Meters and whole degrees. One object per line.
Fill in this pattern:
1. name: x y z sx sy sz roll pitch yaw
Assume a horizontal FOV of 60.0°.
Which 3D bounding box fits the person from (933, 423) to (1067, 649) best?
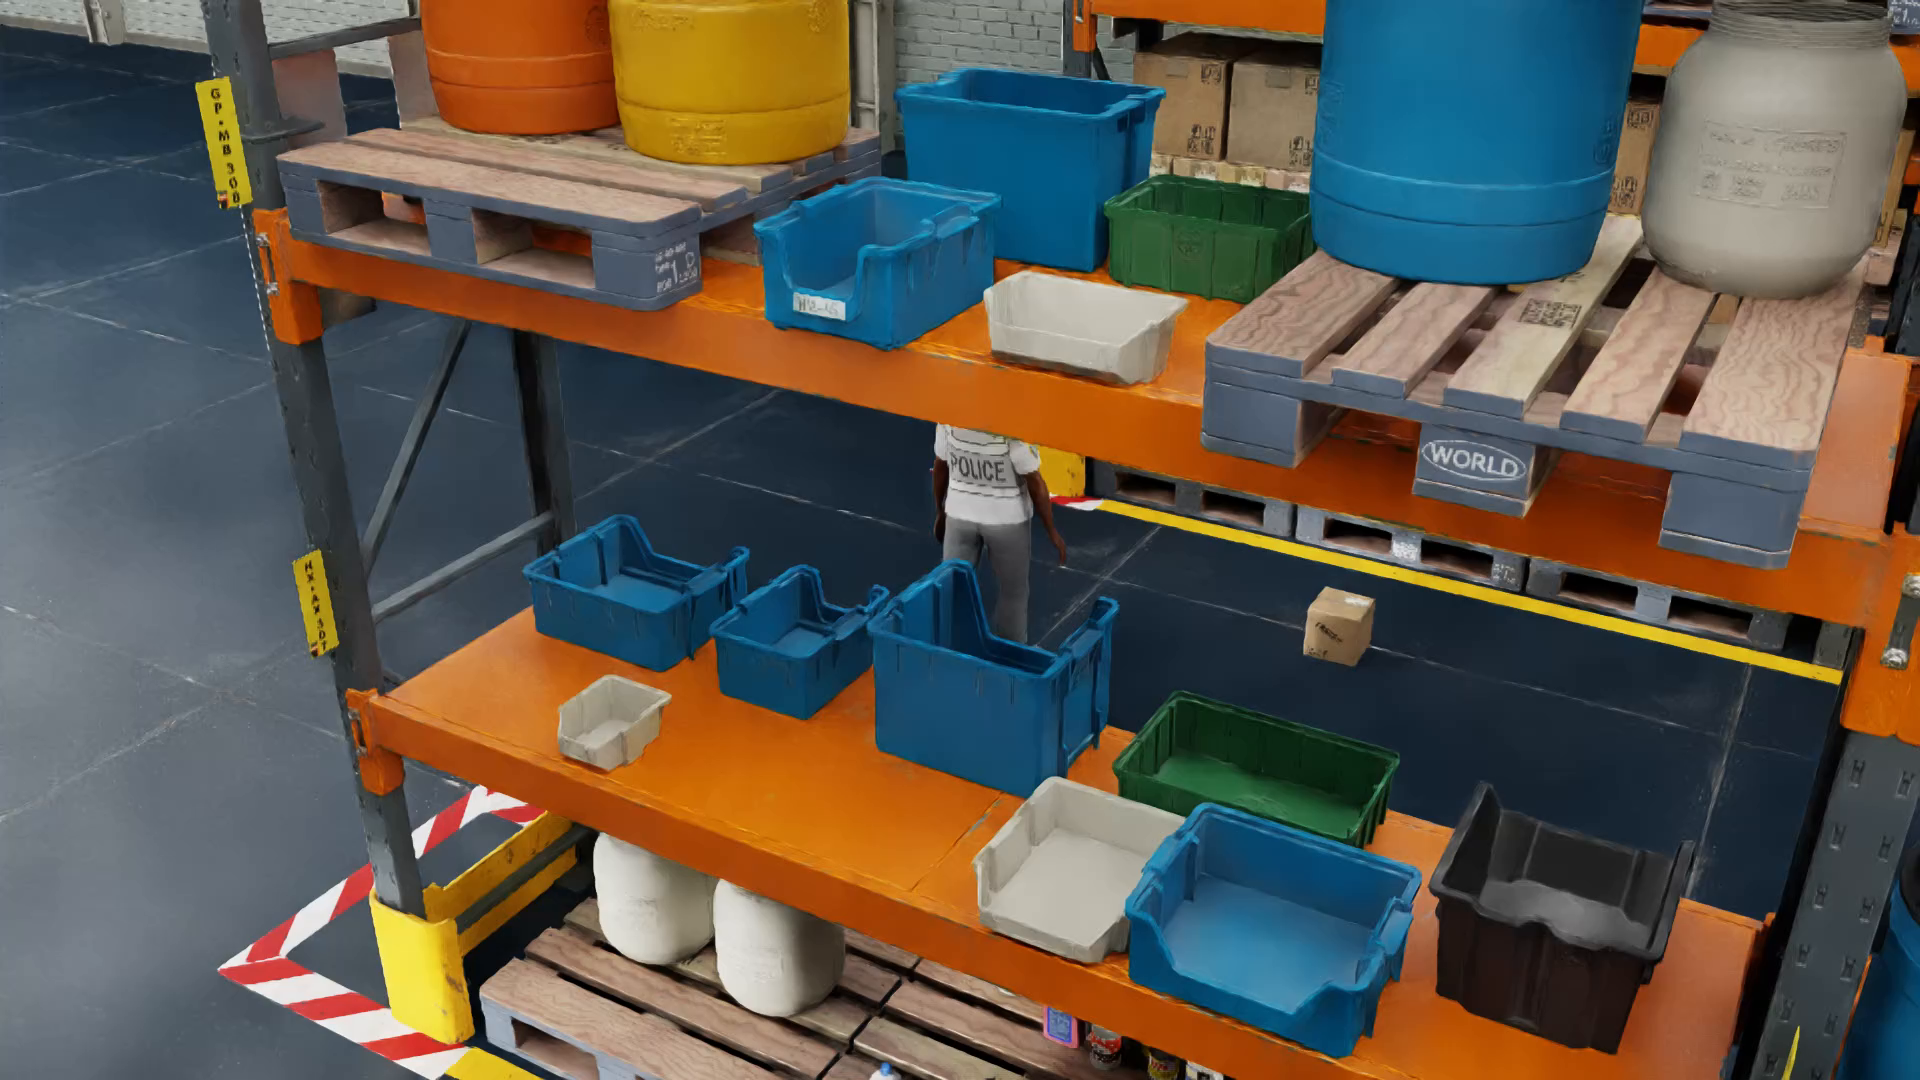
1. person: 0.146 -0.083 7.261 0.684 1.653 0.615 10 28 19
